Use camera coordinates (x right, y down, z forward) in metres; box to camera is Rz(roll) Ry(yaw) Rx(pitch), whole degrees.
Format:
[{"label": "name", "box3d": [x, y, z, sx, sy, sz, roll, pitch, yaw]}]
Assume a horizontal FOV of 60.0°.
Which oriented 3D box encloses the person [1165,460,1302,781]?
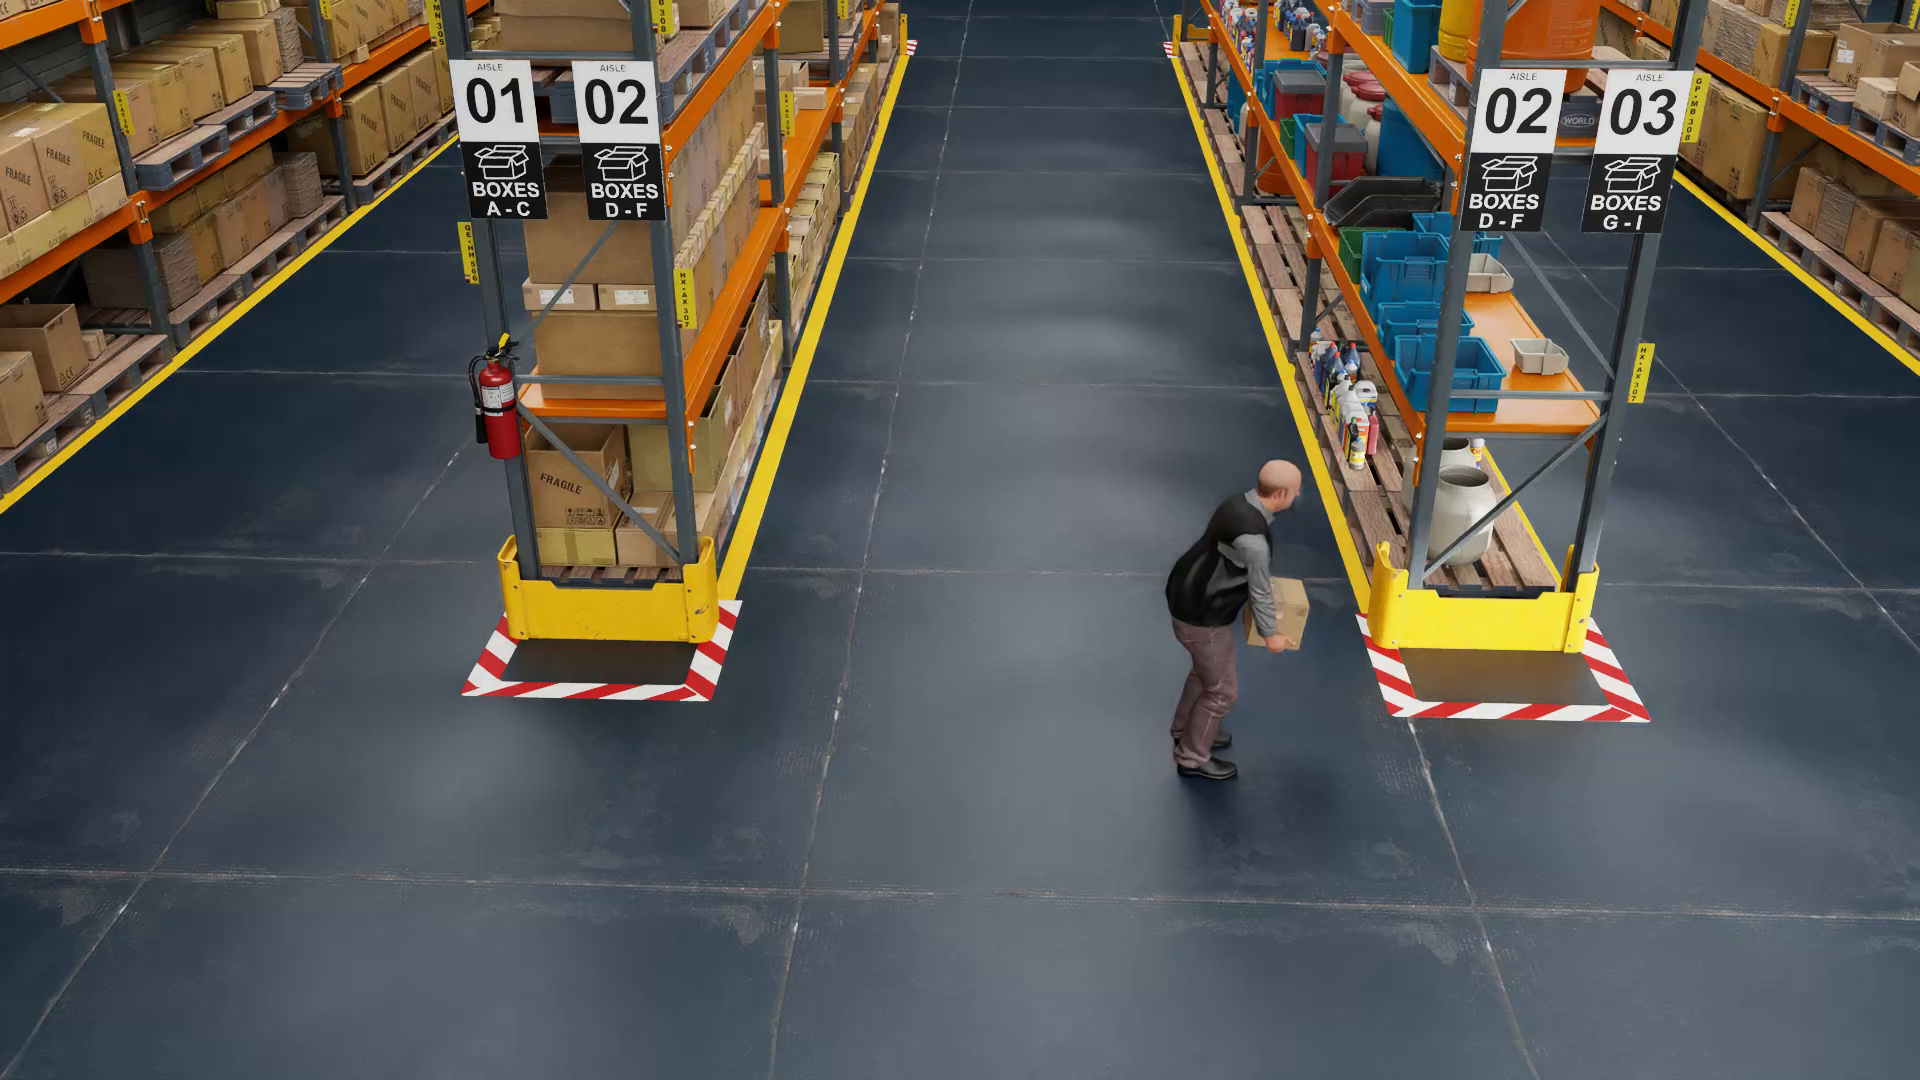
[{"label": "person", "box3d": [1.299, 0.366, 8.038, 0.614, 1.648, 0.477, 0, 28, 1]}]
